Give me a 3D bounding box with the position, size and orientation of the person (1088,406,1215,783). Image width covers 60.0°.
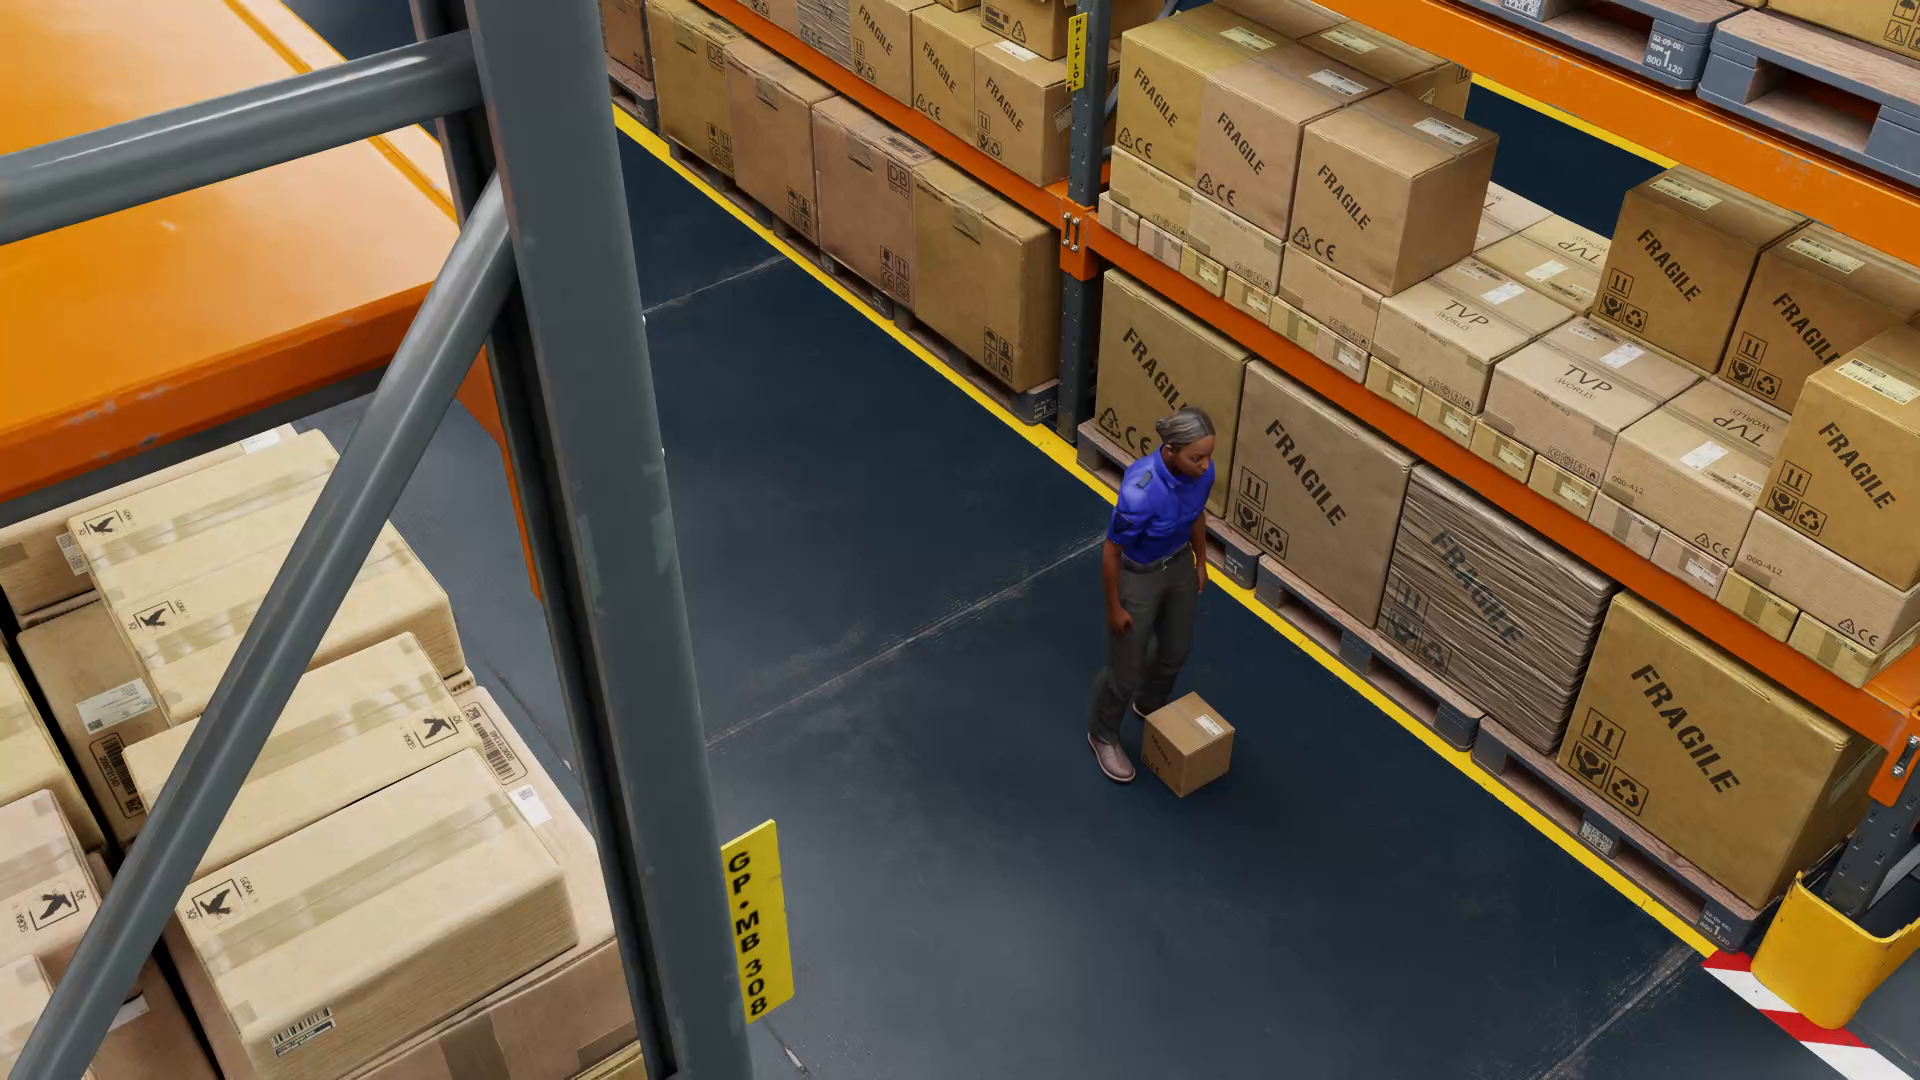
[{"bbox_3d":[0.729,0.166,6.228,0.512,1.654,0.351,-27,47,-28],"label":"person"}]
